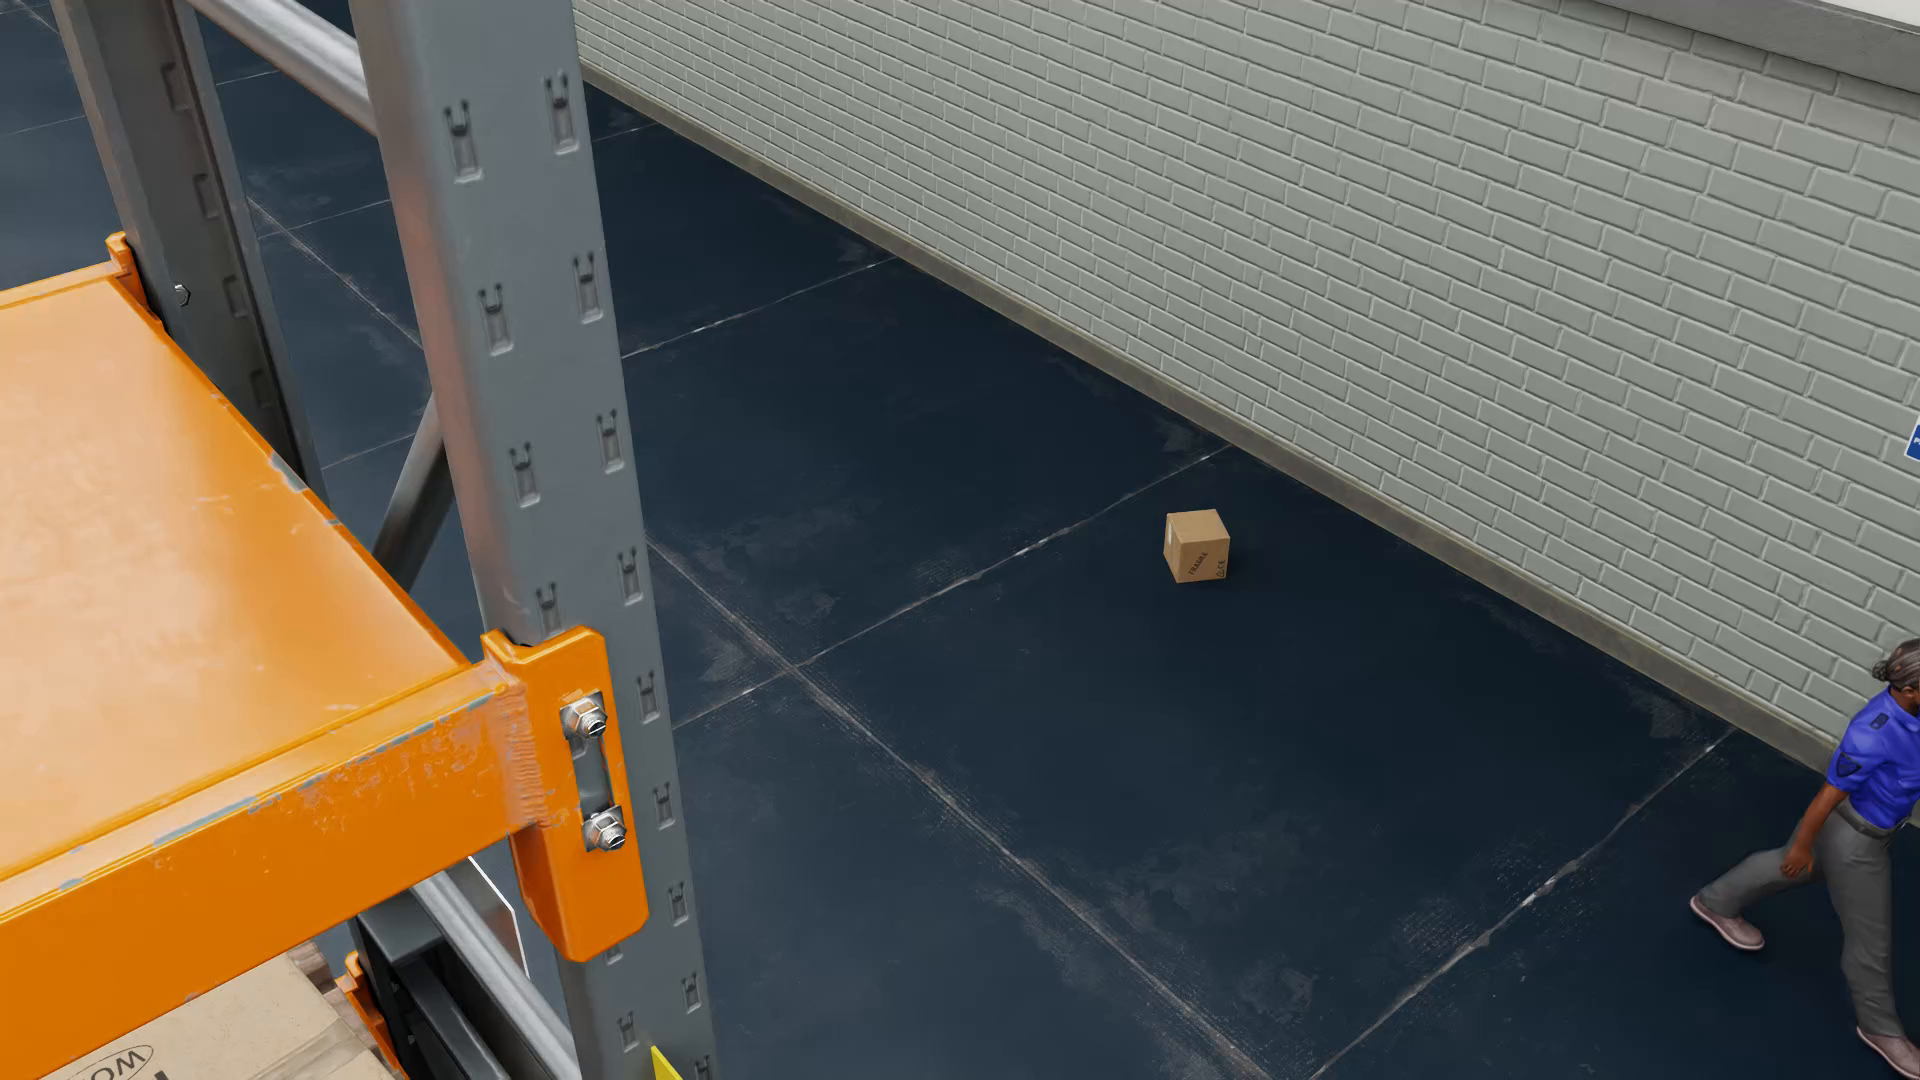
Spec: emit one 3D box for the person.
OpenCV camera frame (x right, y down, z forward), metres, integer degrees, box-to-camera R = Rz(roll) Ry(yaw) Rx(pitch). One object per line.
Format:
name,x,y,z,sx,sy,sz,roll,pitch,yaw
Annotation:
person,3.152,1.003,5.690,0.980,1.593,0.477,30,46,34
